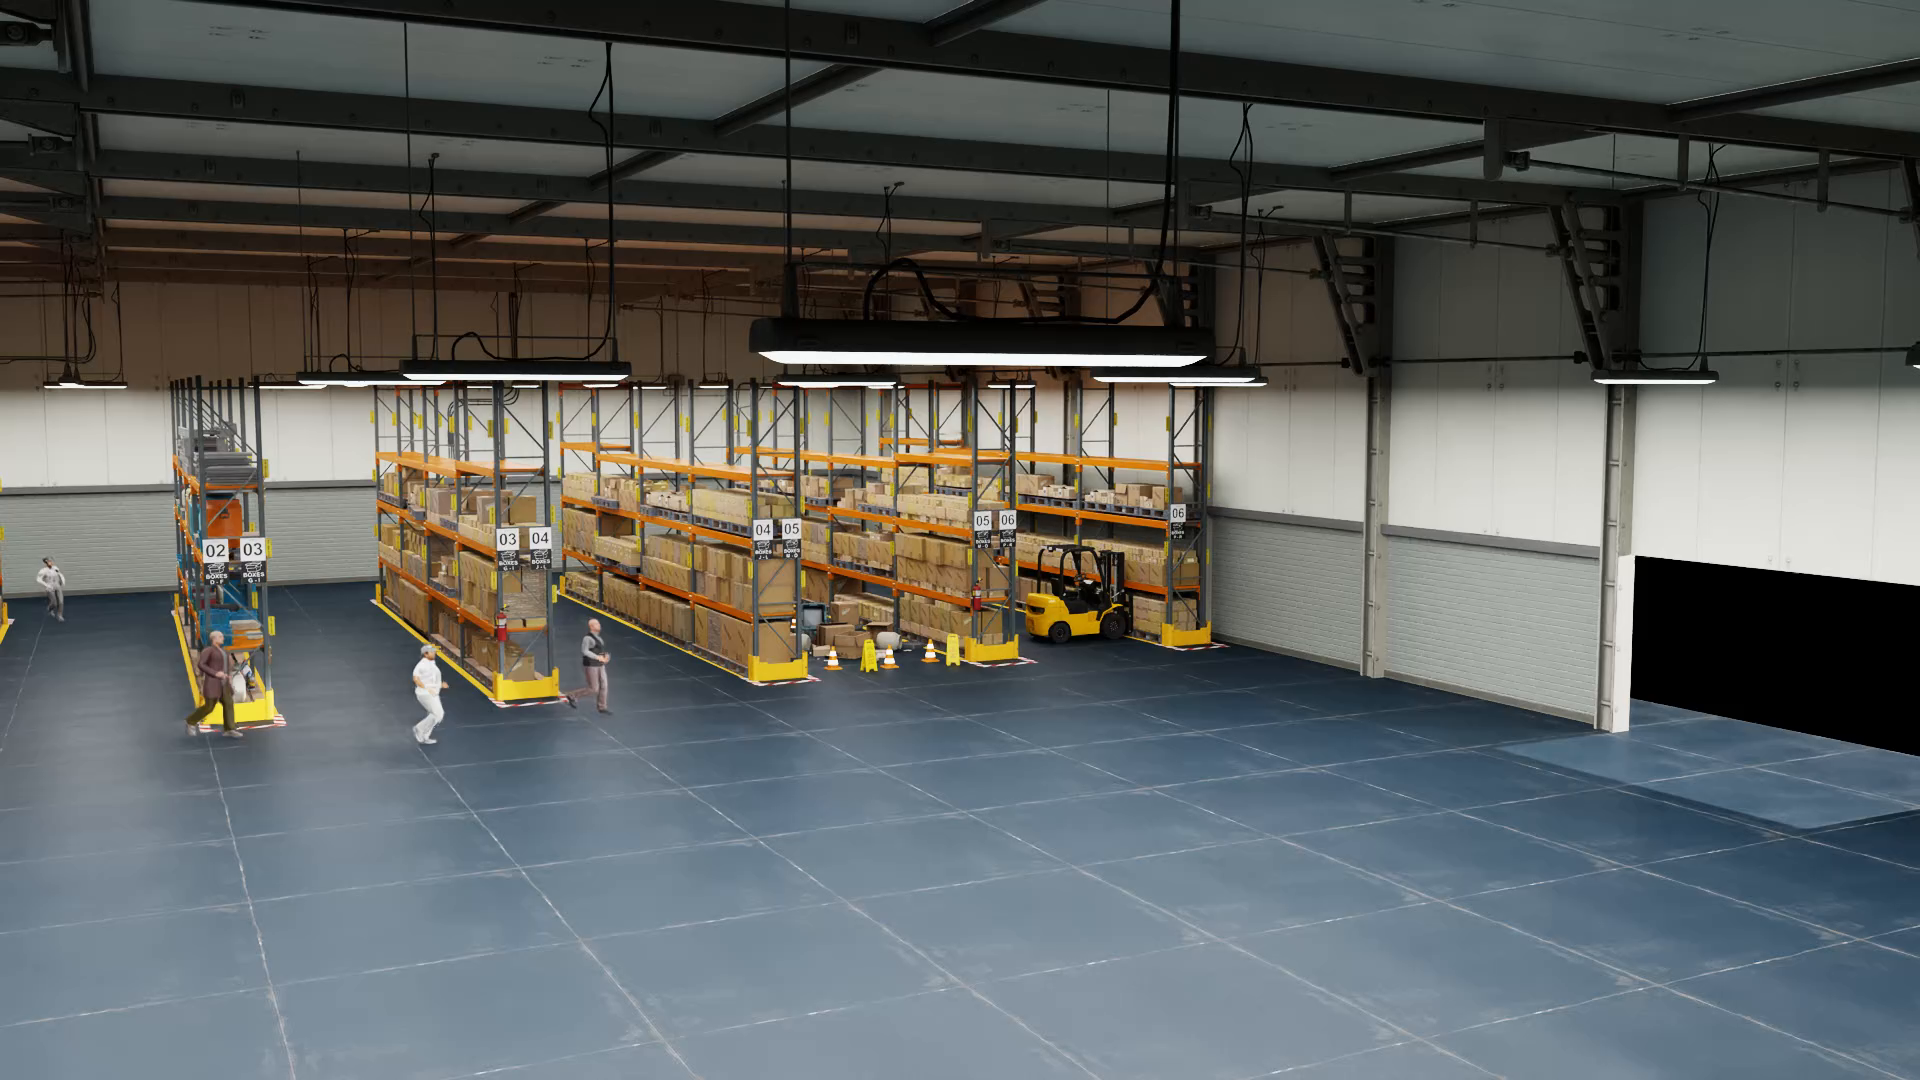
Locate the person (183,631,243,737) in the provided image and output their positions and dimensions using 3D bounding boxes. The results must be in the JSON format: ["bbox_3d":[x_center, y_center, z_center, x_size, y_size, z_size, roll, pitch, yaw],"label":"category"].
[{"bbox_3d":[-12.330,2.380,27.638,1.044,1.742,0.783,1,5,8],"label":"person"}]

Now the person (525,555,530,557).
[{"bbox_3d":[-11.636,0.881,45.067,0.583,1.711,0.836,-2,5,-20],"label":"person"}]

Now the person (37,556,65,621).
[{"bbox_3d":[-22.761,1.215,41.651,0.608,1.650,0.650,3,6,32],"label":"person"}]

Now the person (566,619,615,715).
[{"bbox_3d":[-6.557,2.256,29.588,0.830,1.720,0.670,1,5,12],"label":"person"}]

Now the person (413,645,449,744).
[{"bbox_3d":[-8.611,2.507,27.048,0.536,1.622,0.581,0,5,-4],"label":"person"}]
